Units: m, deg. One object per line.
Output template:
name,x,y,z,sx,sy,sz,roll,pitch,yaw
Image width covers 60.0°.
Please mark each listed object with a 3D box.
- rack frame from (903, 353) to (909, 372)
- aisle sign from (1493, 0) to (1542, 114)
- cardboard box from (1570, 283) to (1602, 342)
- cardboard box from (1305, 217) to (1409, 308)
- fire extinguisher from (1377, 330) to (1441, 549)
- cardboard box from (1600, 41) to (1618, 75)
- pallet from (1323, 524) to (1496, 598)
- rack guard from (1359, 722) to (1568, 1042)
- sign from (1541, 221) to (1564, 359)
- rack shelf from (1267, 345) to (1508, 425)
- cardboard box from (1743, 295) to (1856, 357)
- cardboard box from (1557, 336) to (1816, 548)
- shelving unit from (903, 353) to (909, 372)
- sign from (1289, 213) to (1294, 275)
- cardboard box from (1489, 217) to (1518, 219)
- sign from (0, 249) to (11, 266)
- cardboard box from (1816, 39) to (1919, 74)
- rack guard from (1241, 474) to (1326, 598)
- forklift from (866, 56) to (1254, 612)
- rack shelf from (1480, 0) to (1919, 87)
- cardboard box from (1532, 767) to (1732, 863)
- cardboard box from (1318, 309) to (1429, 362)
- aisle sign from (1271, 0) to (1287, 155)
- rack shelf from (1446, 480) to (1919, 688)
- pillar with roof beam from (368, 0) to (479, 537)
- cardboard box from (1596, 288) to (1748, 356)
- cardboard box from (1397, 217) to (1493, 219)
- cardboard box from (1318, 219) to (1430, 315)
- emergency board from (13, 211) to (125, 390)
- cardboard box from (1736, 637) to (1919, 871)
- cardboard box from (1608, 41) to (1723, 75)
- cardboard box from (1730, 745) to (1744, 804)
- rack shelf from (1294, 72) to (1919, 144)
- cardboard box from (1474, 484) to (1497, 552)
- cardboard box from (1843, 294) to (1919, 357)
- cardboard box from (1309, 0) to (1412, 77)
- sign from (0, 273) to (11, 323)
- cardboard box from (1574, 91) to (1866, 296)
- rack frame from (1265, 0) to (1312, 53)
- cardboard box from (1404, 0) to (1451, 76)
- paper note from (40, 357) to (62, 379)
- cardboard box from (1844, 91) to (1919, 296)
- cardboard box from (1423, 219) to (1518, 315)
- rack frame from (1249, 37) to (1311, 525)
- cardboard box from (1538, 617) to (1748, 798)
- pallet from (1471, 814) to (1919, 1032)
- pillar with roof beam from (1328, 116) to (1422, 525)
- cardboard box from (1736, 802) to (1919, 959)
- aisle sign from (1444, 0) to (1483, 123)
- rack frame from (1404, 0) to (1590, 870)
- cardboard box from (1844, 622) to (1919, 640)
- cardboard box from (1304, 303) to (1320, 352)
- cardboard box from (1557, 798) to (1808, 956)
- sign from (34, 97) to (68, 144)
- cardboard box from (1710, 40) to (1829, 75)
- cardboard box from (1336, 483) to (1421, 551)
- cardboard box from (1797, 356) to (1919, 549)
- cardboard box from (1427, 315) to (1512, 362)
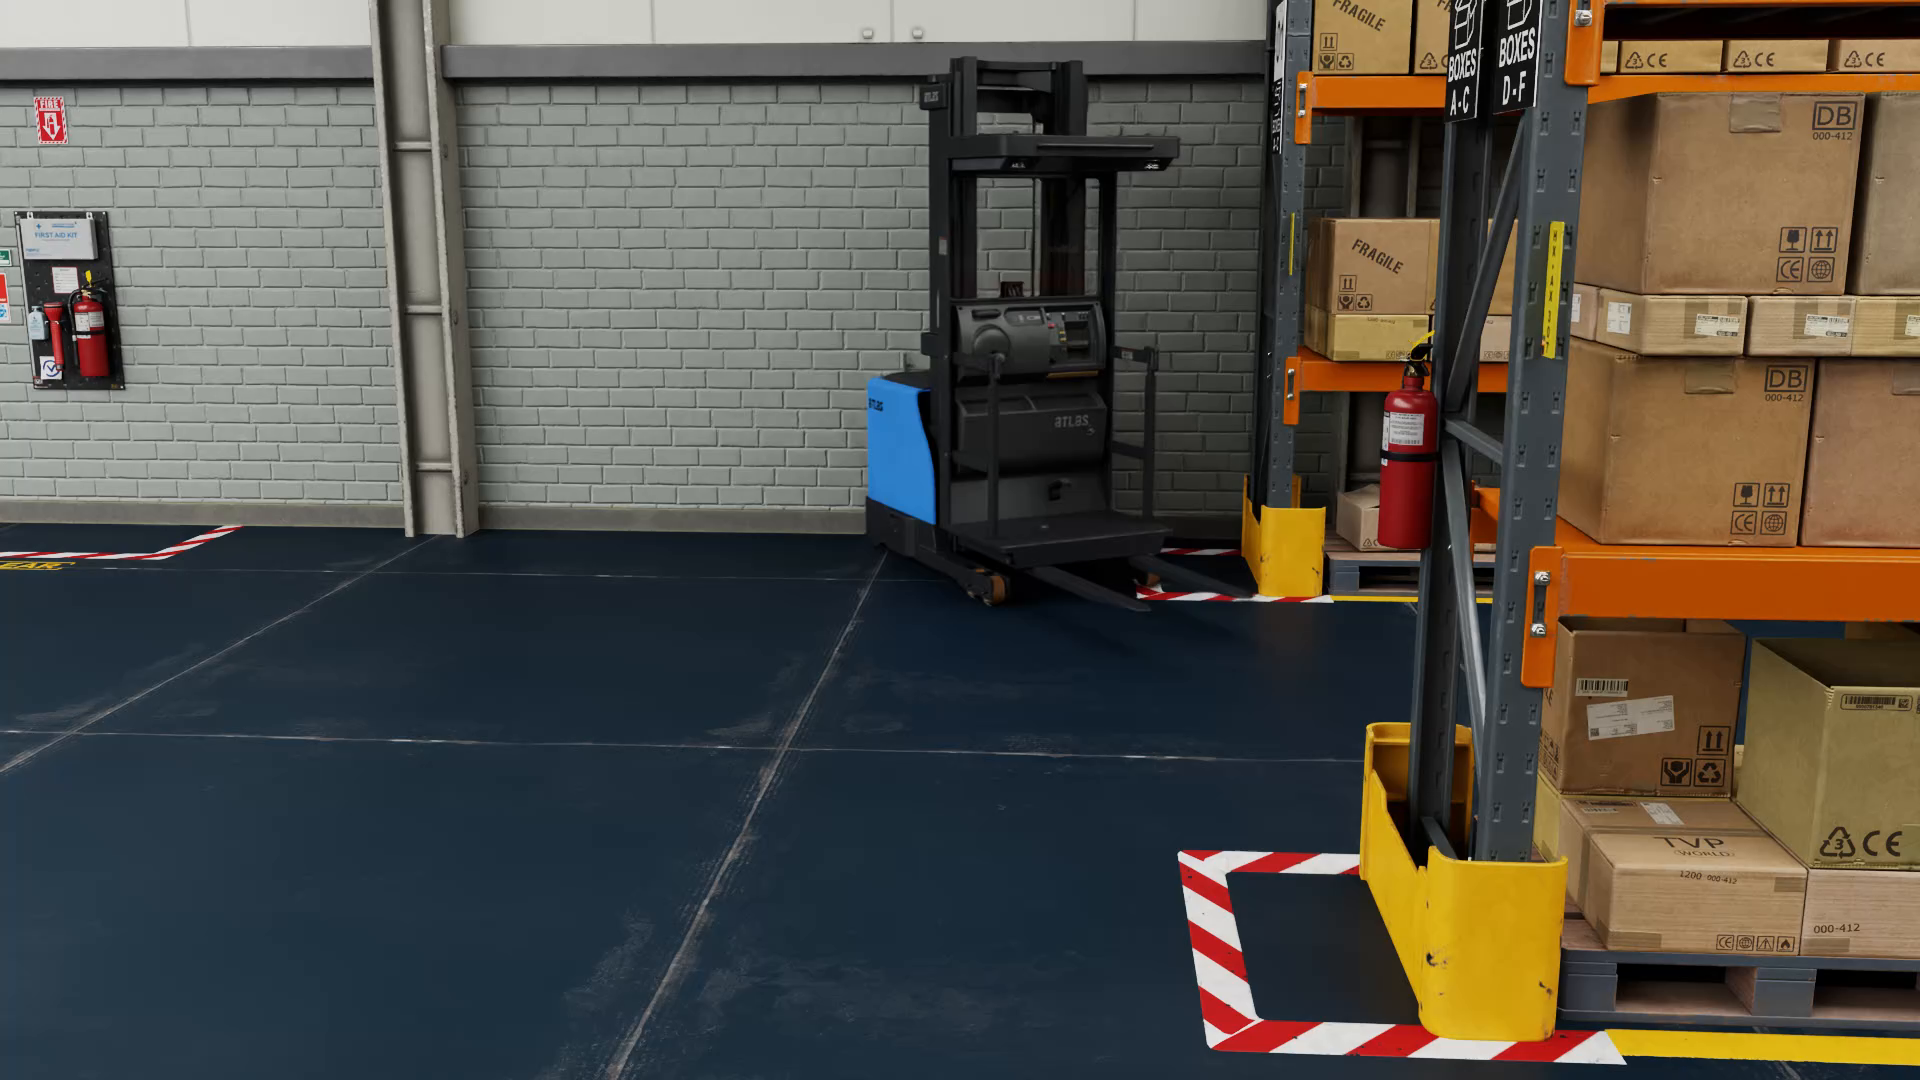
rack frame,-0.323,-0.606,10.713,0.015,1.200,0.240,-1,9,6
aisle sign,1.396,-1.469,4.115,0.004,0.787,0.394,1,12,4
cardboard box,1.876,-0.658,4.761,0.250,0.149,0.380,1,12,3
cardboard box,2.294,-1.611,9.628,0.500,0.500,0.500,1,12,3
fire extinguisher,1.395,-0.317,5.146,0.183,0.674,0.296,1,12,4
cardboard box,3.178,-2.721,8.829,0.500,0.500,0.500,1,12,6
pallet,2.693,0.114,9.707,1.213,0.211,1.003,1,12,4
rack guard,1.458,0.965,4.934,0.348,0.500,1.175,1,12,4
sign,1.439,-0.607,4.038,0.005,0.325,0.100,1,12,4
rack shelf,3.805,-0.891,9.457,4.000,0.370,1.077,1,12,4
cardboard box,2.123,-0.572,4.349,0.250,0.149,0.380,0,12,2
cardboard box,1.947,-0.298,4.623,0.500,0.500,0.700,1,12,4
shelving unit,-0.081,-0.609,10.688,0.503,1.200,0.258,-1,9,6
sign,1.773,-1.583,8.896,0.005,0.325,0.100,1,12,4
cardboard box,3.312,-1.596,9.555,0.500,0.500,0.500,0,12,2
sign,-6.425,-1.865,10.975,0.331,0.109,0.001,1,12,4
cardboard box,4.776,-2.708,8.771,0.500,0.500,0.500,0,12,-1
rack guard,1.885,-0.046,9.765,0.348,0.500,1.175,1,12,4
forklift,0.505,-1.181,9.256,1.130,2.935,3.031,-6,13,-26
rack shelf,3.478,-1.347,4.312,4.000,0.370,1.077,1,12,4
cardboard box,2.037,0.829,5.168,0.500,0.250,0.500,1,12,4
cardboard box,2.275,-1.135,9.186,0.500,0.250,0.500,0,12,2
aisle sign,1.717,-2.482,8.960,0.004,0.787,0.394,1,12,4
rack shelf,3.478,0.121,4.619,4.000,0.370,1.077,1,12,4
pillar with roof beam,-3.709,-3.576,5.887,0.400,9.000,9.100,1,12,4
cardboard box,1.859,-0.575,4.364,0.250,0.149,0.380,1,12,3
cardboard box,2.795,-1.602,9.585,0.500,0.500,0.500,1,12,5
cardboard box,2.266,-1.506,9.126,0.500,0.500,0.500,1,12,4
emergency board,-5.884,-1.561,10.905,0.643,1.169,0.194,1,12,4
cardboard box,2.501,0.574,4.555,0.500,0.500,0.500,1,12,4
cardboard box,3.714,-2.718,8.815,0.500,0.500,0.500,2,12,7
cardboard box,2.536,0.834,5.147,0.500,0.250,0.500,1,12,4
rack shelf,3.805,-2.359,9.150,4.000,0.370,1.077,1,12,4
cardboard box,3.062,-0.134,9.574,0.500,0.311,0.500,2,12,8
cardboard box,2.372,-0.568,4.331,0.250,0.149,0.380,1,12,4
cardboard box,2.126,-2.742,8.929,0.500,0.500,0.500,1,12,5
sign,-6.429,-1.607,11.038,0.234,0.329,0.001,1,12,4
cardboard box,2.000,-0.932,4.487,0.500,0.500,0.700,1,12,4
rack frame,1.809,-4.207,8.900,0.127,3.000,1.000,1,12,4
cardboard box,2.660,-2.727,8.859,0.500,0.500,0.500,2,12,8
paper note,-6.056,-1.146,11.074,0.142,0.148,0.016,1,12,4
cardboard box,2.525,-0.926,4.458,0.500,0.500,0.700,0,12,2
cardboard box,2.758,-1.497,9.084,0.500,0.500,0.500,1,12,4
rack frame,1.809,-1.270,9.514,0.127,3.000,1.000,1,12,4
cardboard box,2.037,0.462,5.094,0.500,0.500,0.500,1,12,4
pallet,2.248,1.109,4.953,1.213,0.211,1.003,1,12,4
pillar with roof beam,2.278,-3.494,5.495,0.400,9.000,9.100,1,12,4
cardboard box,2.501,0.941,4.633,0.500,0.250,0.500,1,12,4
aisle sign,1.436,-1.592,4.701,0.004,0.787,0.394,1,12,4
rack frame,1.482,-0.258,4.676,0.127,3.000,1.000,1,12,4
cardboard box,3.036,0.472,5.042,0.500,0.500,0.500,1,12,4
cardboard box,2.289,-1.240,9.686,0.500,0.250,0.500,1,12,5
cardboard box,2.002,0.935,4.662,0.500,0.250,0.500,1,12,4
sign,-5.886,-2.716,10.765,0.199,0.298,0.001,1,12,4
cardboard box,4.221,-2.708,8.770,0.500,0.500,0.500,0,12,2
cardboard box,2.494,-0.142,9.611,0.500,0.311,0.500,-1,12,-3
cardboard box,2.471,-0.292,4.593,0.500,0.500,0.700,1,12,5
cardboard box,2.794,-1.131,9.166,0.500,0.250,0.500,0,12,2
